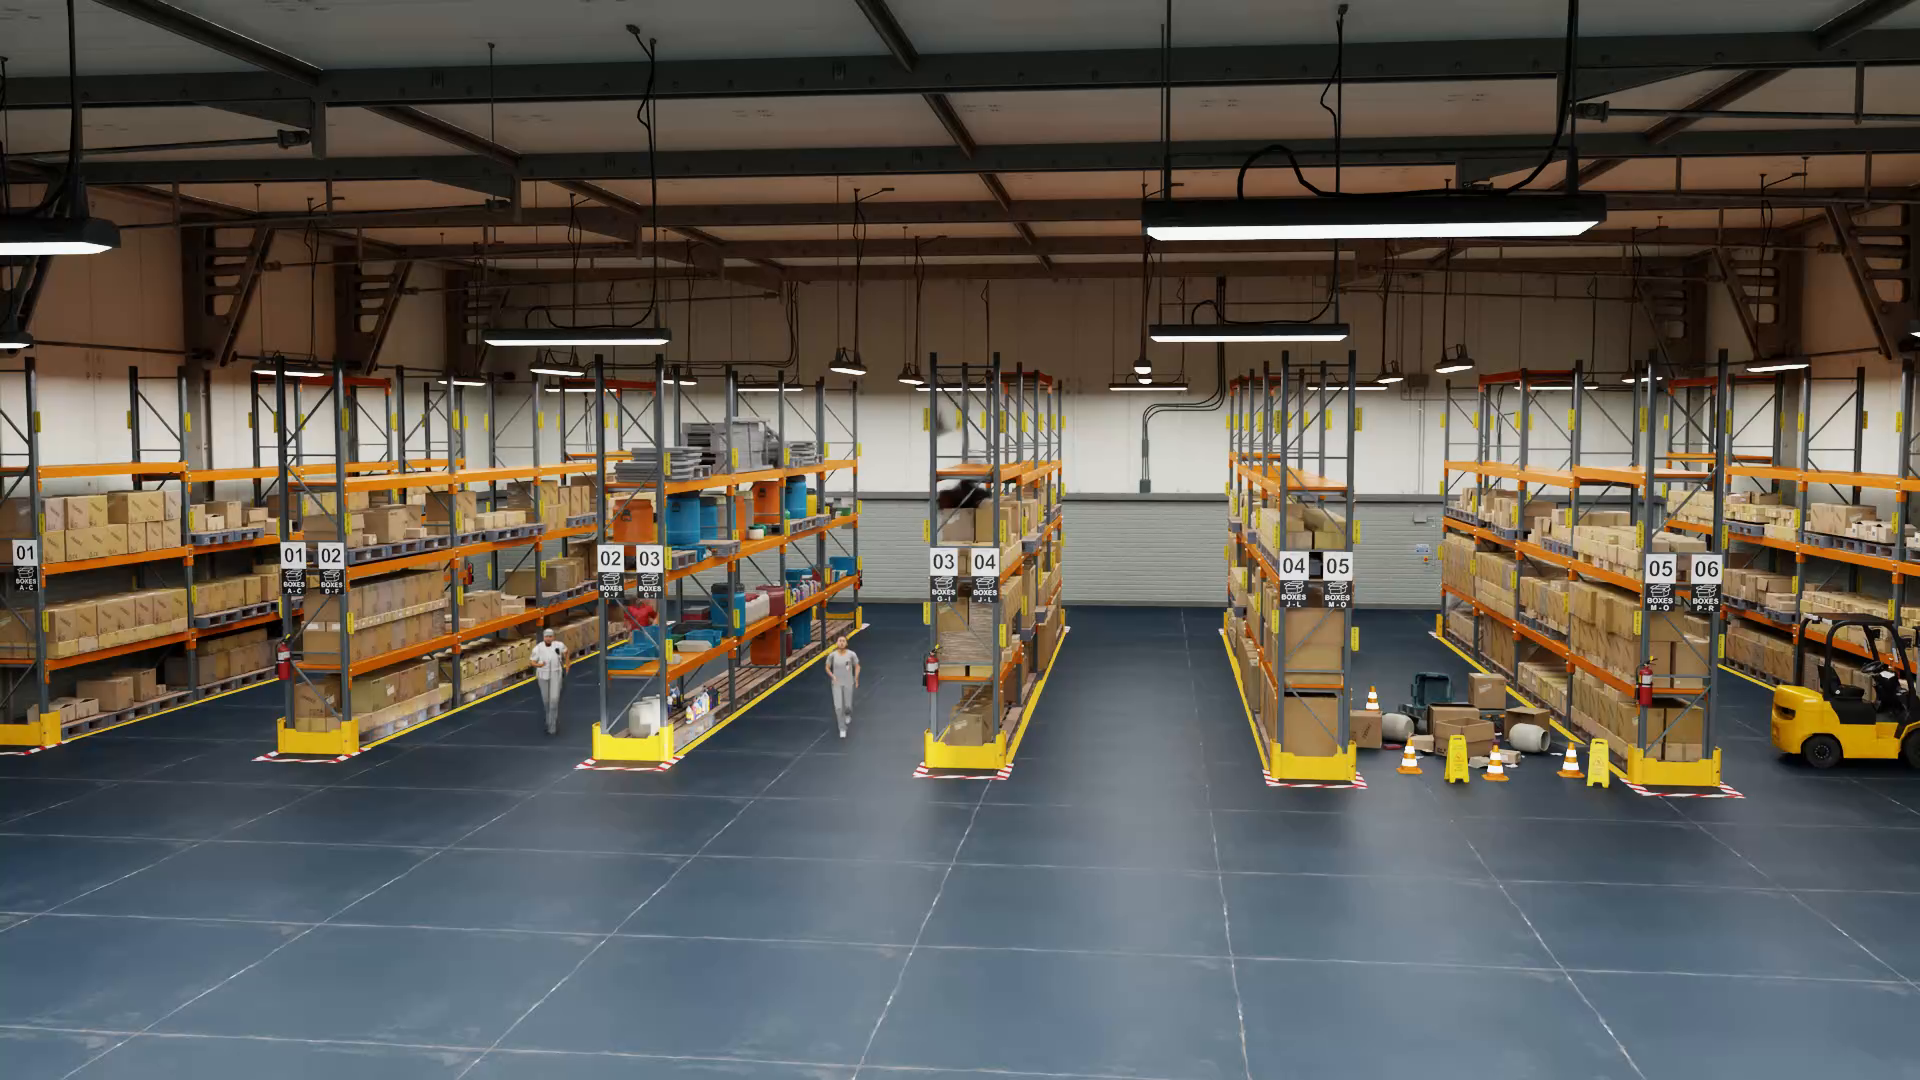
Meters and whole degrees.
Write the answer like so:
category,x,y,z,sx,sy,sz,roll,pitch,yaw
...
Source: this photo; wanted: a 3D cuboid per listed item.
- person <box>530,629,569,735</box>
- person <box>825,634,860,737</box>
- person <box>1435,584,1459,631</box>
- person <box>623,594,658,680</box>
category,x,y,z,sx,sy,sz,roll,pitch,yaw
person,-6.674,2.274,27.052,0.626,1.712,0.868,-1,4,-13
person,-1.878,2.316,26.617,0.565,1.630,0.572,0,4,-3
person,11.818,1.313,39.776,0.863,1.771,0.657,0,4,-1
person,-6.242,1.862,32.469,0.674,1.682,0.782,0,4,0
